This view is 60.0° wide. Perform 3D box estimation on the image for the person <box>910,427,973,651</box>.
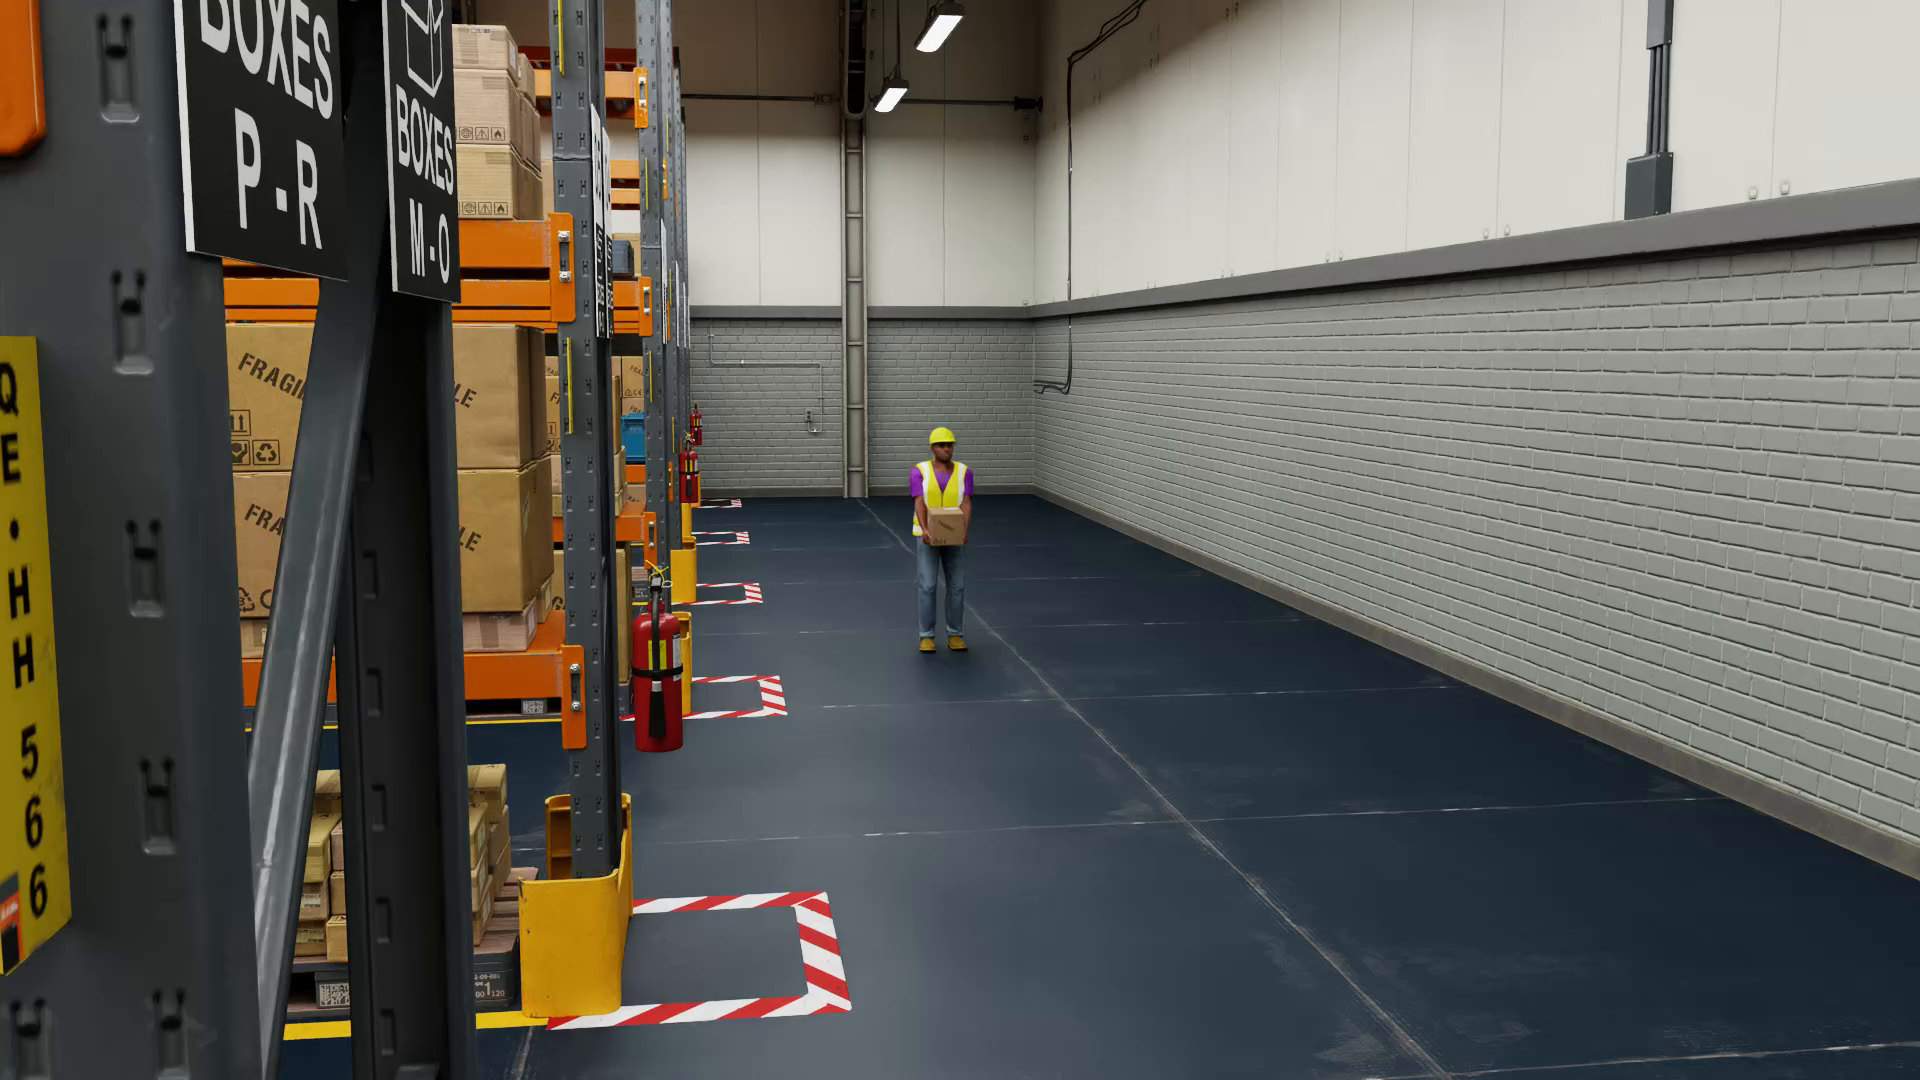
[{"bbox_3d":[-0.127,-0.002,13.130,0.505,1.763,0.567,-1,7,-9],"label":"person"}]
